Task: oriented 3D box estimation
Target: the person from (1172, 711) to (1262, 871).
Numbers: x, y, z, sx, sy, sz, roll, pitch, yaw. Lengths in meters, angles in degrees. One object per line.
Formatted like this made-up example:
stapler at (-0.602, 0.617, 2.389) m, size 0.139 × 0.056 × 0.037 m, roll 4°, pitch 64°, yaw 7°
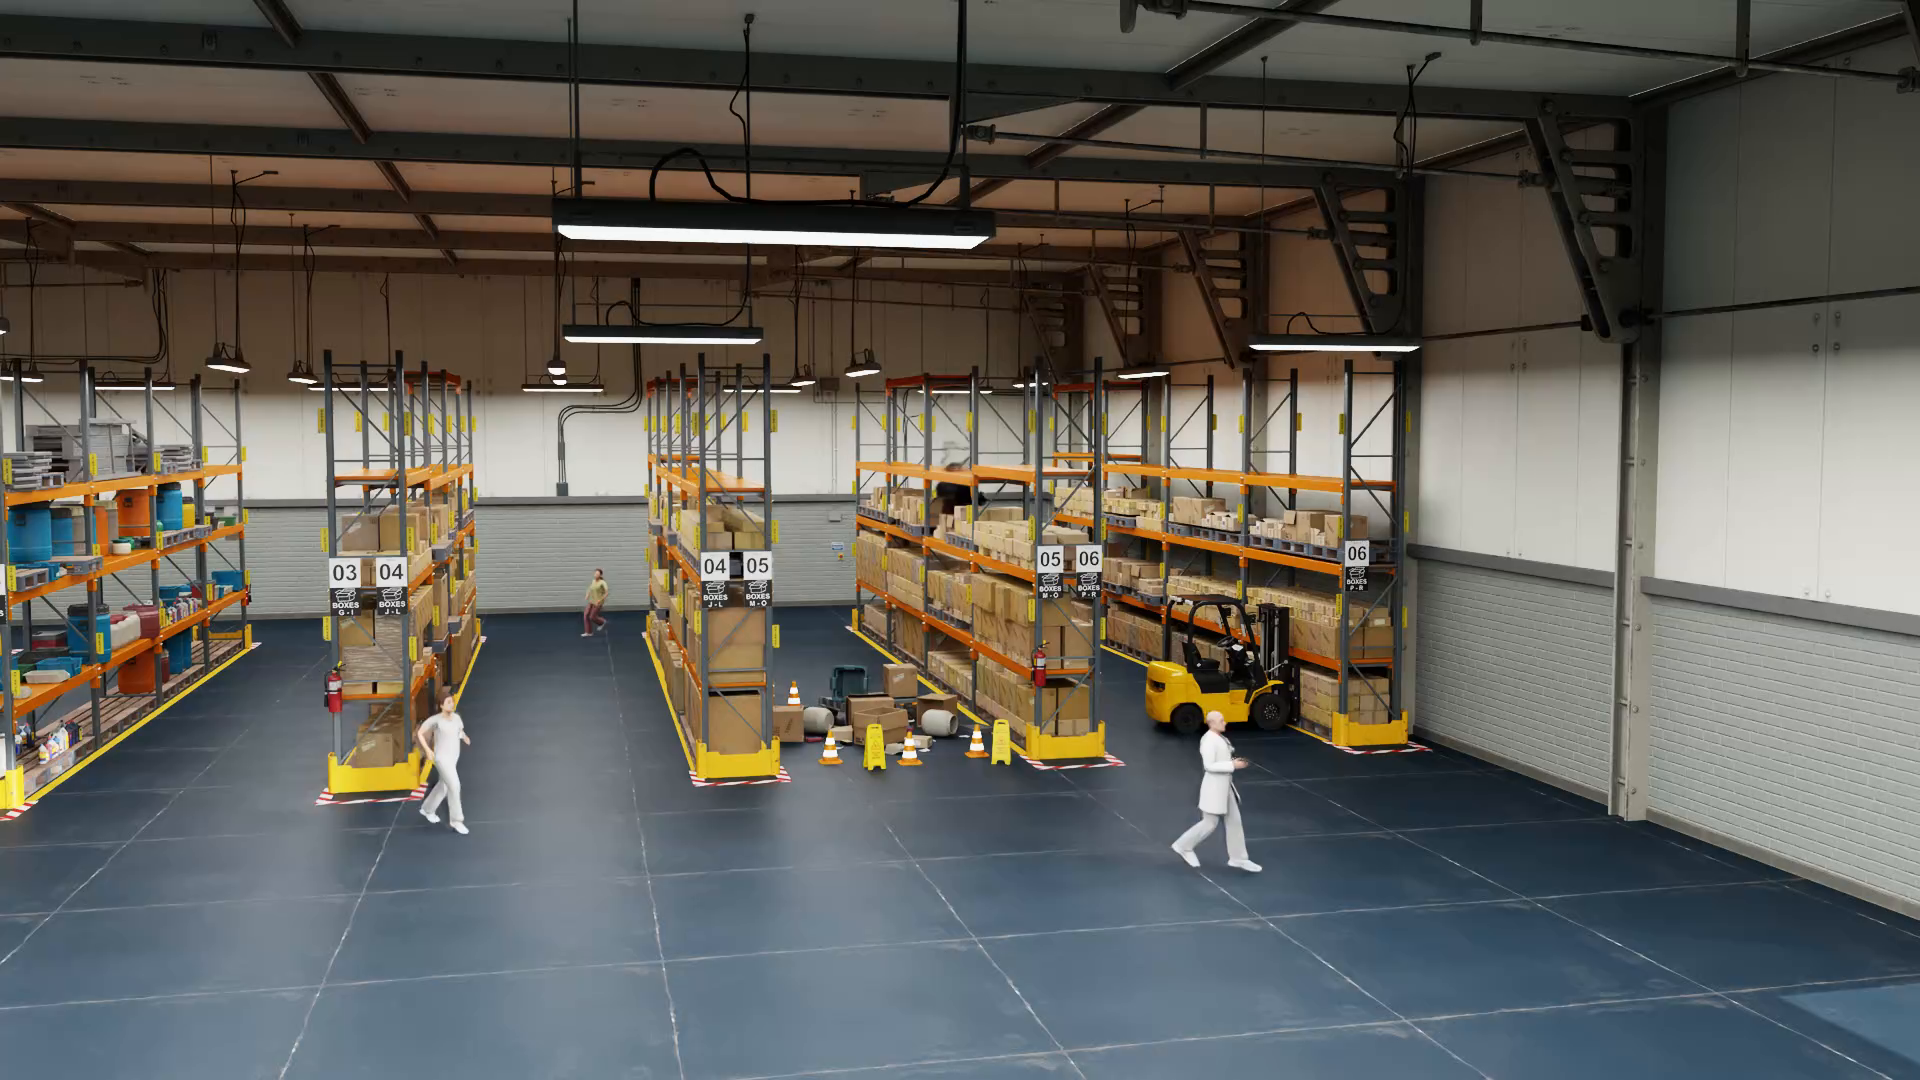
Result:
person at (2.869, 2.785, 18.541) m, size 1.001 × 1.770 × 0.710 m, roll 2°, pitch 4°, yaw 25°

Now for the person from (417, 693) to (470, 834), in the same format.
person at (-6.376, 2.733, 20.580) m, size 0.839 × 1.703 × 0.559 m, roll 2°, pitch 4°, yaw 24°

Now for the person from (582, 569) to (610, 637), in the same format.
person at (-8.546, 1.476, 39.235) m, size 0.617 × 1.607 × 0.604 m, roll 2°, pitch 5°, yaw 29°
